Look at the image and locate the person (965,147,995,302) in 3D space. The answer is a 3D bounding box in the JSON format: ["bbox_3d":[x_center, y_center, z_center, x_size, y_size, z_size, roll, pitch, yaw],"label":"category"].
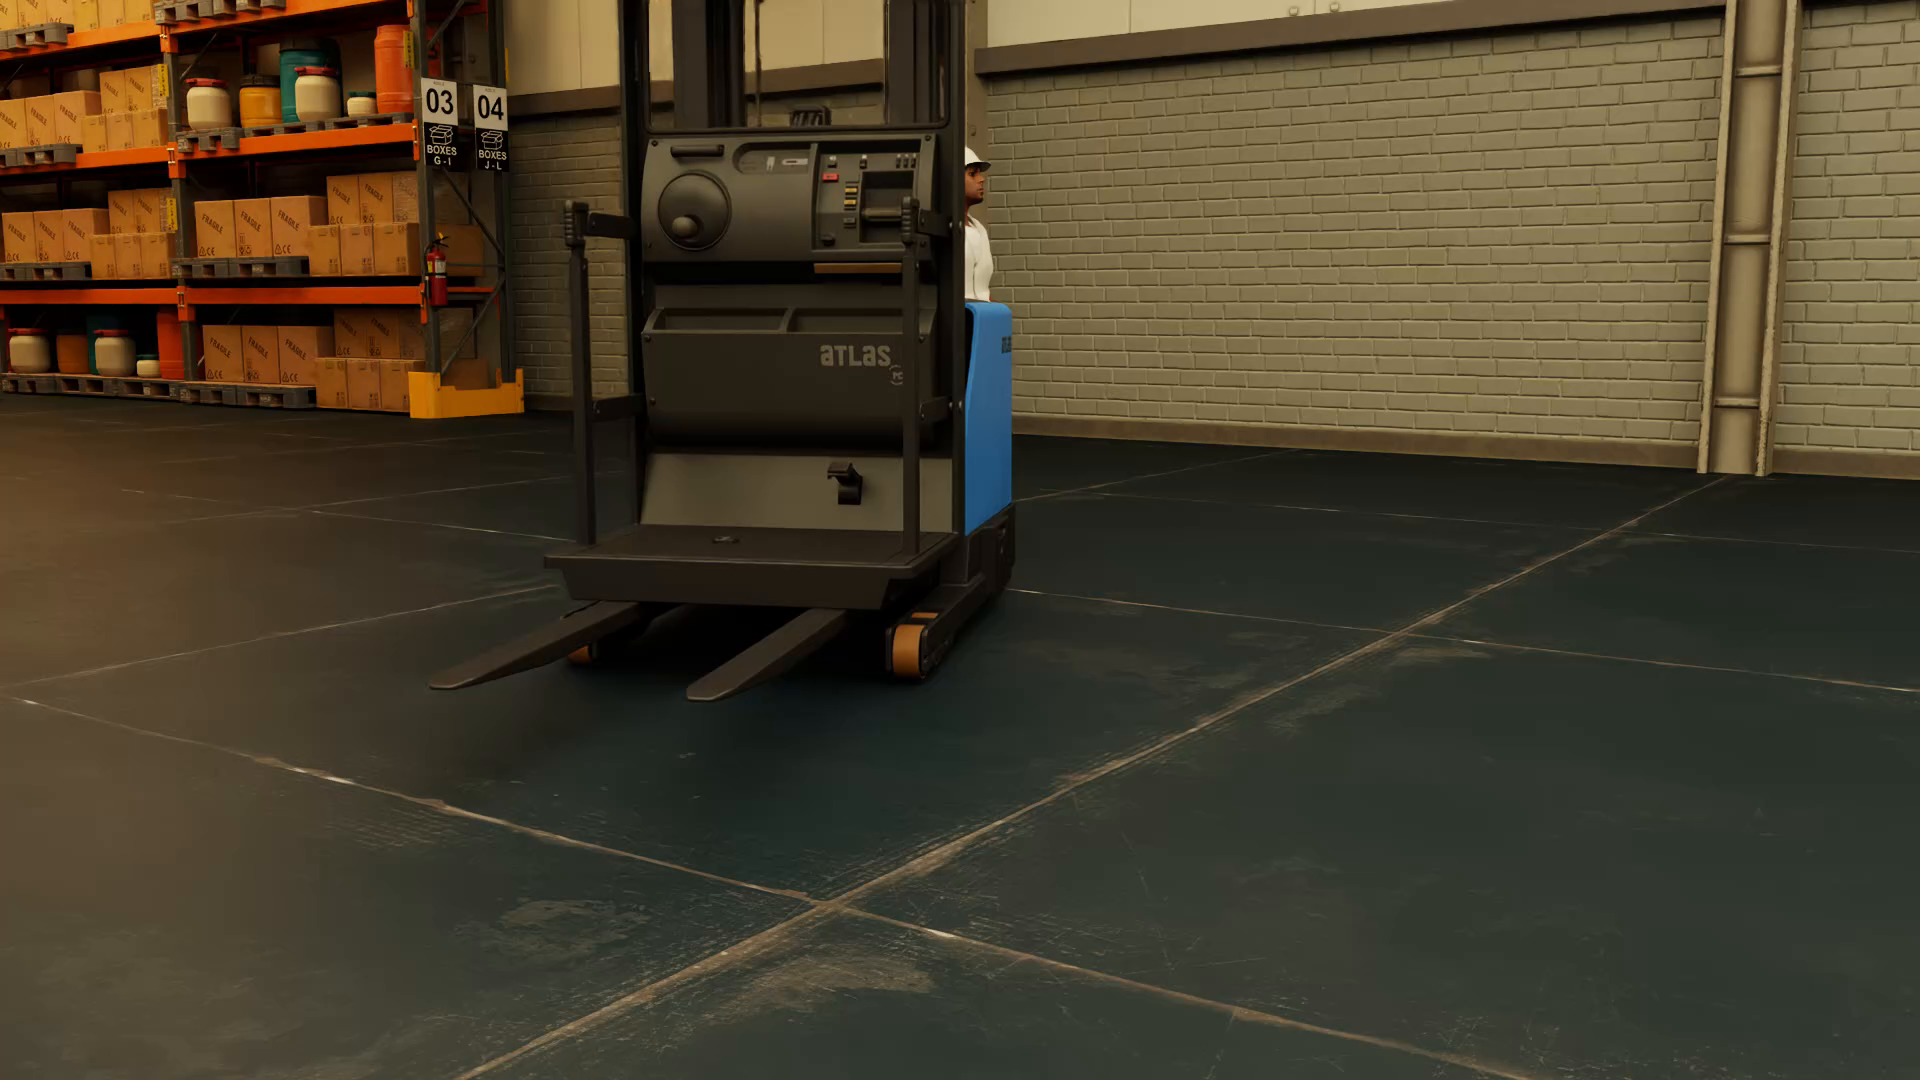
[{"bbox_3d":[0.054,-0.876,7.435,0.577,1.765,0.666,5,10,34],"label":"person"}]

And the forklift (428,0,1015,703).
[{"bbox_3d":[-0.574,-1.103,4.952,1.130,2.935,3.031,2,8,11],"label":"forklift"}]
